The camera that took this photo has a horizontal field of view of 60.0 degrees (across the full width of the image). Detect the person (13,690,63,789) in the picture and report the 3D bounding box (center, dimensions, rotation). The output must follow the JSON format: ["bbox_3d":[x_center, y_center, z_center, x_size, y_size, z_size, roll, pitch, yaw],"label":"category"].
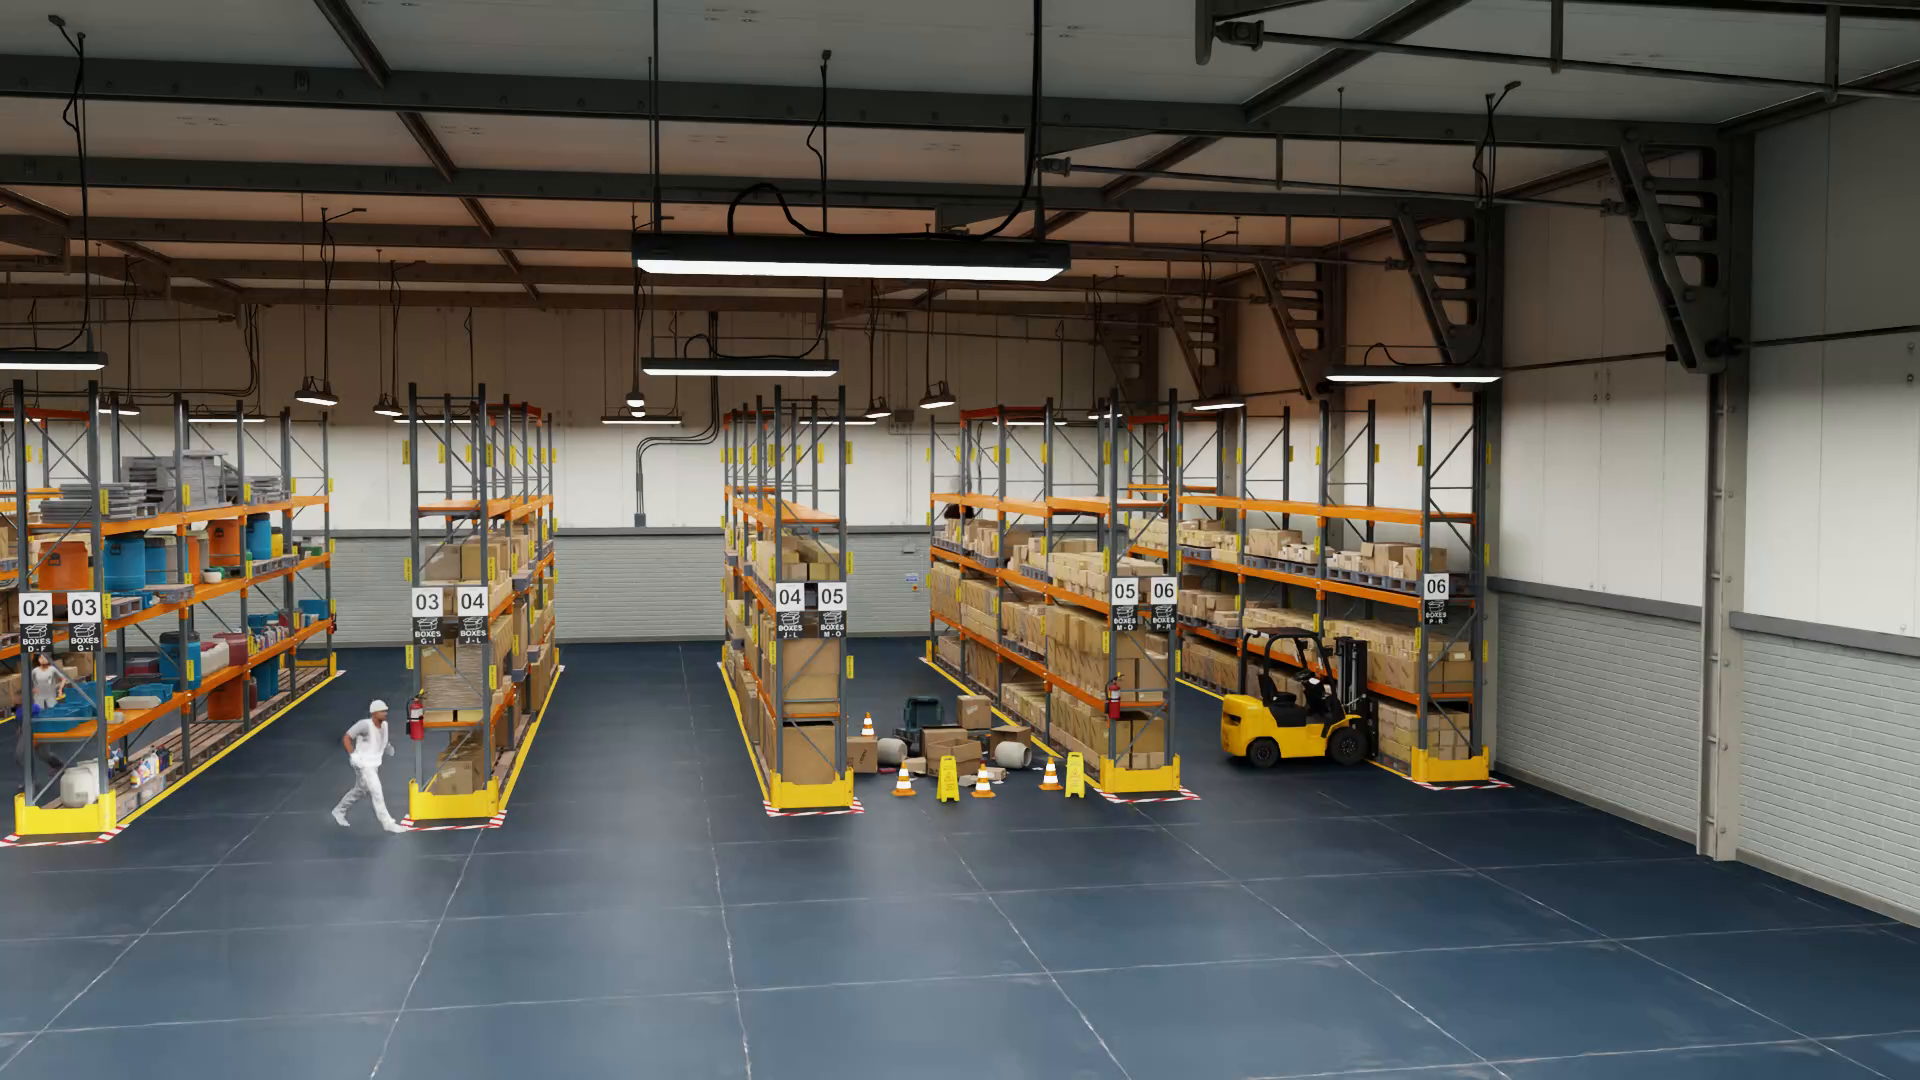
[{"bbox_3d":[-14.027,3.000,25.343,0.569,1.448,1.029,1,3,11],"label":"person"}]

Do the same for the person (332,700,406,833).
[{"bbox_3d":[-7.831,2.970,21.971,1.136,1.726,0.697,1,3,14],"label":"person"}]

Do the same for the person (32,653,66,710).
[{"bbox_3d":[-15.716,2.737,28.583,0.597,1.635,0.552,-1,3,-23],"label":"person"}]
